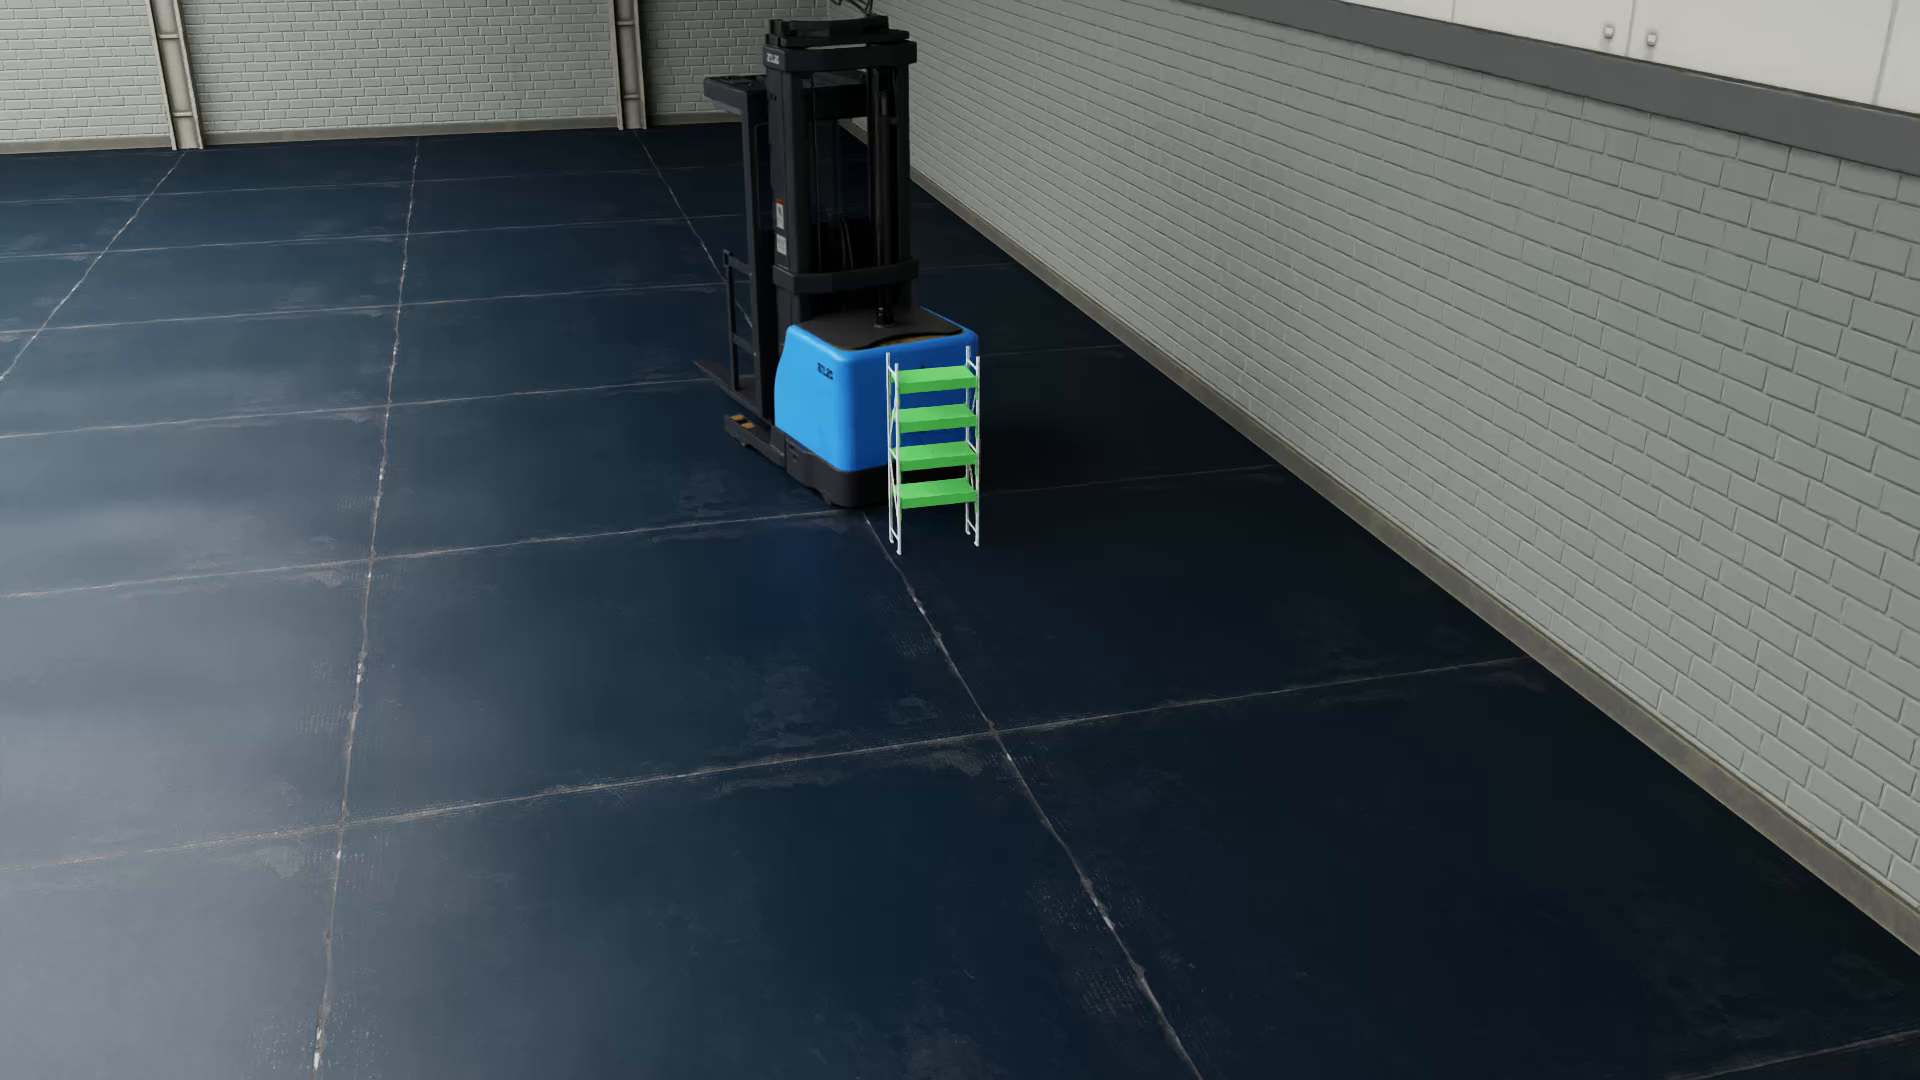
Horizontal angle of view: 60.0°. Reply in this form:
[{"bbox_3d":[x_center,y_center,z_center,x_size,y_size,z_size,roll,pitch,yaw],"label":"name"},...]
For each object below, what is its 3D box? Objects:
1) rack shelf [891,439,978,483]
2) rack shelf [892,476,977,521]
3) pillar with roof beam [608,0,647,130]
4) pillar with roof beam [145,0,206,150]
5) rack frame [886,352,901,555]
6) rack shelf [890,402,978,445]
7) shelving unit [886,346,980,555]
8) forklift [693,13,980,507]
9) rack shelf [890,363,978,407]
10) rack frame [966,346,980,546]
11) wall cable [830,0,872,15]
[{"bbox_3d":[-0.159,-0.475,9.998,0.480,0.148,0.258,-6,24,-14],"label":"rack shelf"},{"bbox_3d":[-0.159,-0.254,10.092,0.480,0.148,0.258,-6,24,-14],"label":"rack shelf"},{"bbox_3d":[-3.622,-8.523,18.700,0.400,9.000,9.100,-6,24,-14],"label":"pillar with roof beam"},{"bbox_3d":[-9.399,-7.884,17.211,0.400,9.000,9.100,-6,24,-14],"label":"pillar with roof beam"},{"bbox_3d":[-0.394,-0.508,9.912,0.015,1.200,0.240,-6,24,-14],"label":"rack frame"},{"bbox_3d":[-0.159,-0.696,9.903,0.480,0.148,0.258,-6,24,-14],"label":"rack shelf"},{"bbox_3d":[-0.159,-0.534,9.972,0.503,1.200,0.258,-6,24,-14],"label":"shelving unit"},{"bbox_3d":[-1.035,-2.093,11.410,1.130,2.935,3.031,-13,26,-27],"label":"forklift"},{"bbox_3d":[-0.159,-0.916,9.808,0.480,0.148,0.258,-6,24,-14],"label":"rack shelf"},{"bbox_3d":[0.076,-0.560,10.033,0.015,1.200,0.240,-6,24,-14],"label":"rack frame"},{"bbox_3d":[-1.591,-8.542,22.683,0.112,2.526,3.097,-6,24,-14],"label":"wall cable"}]
